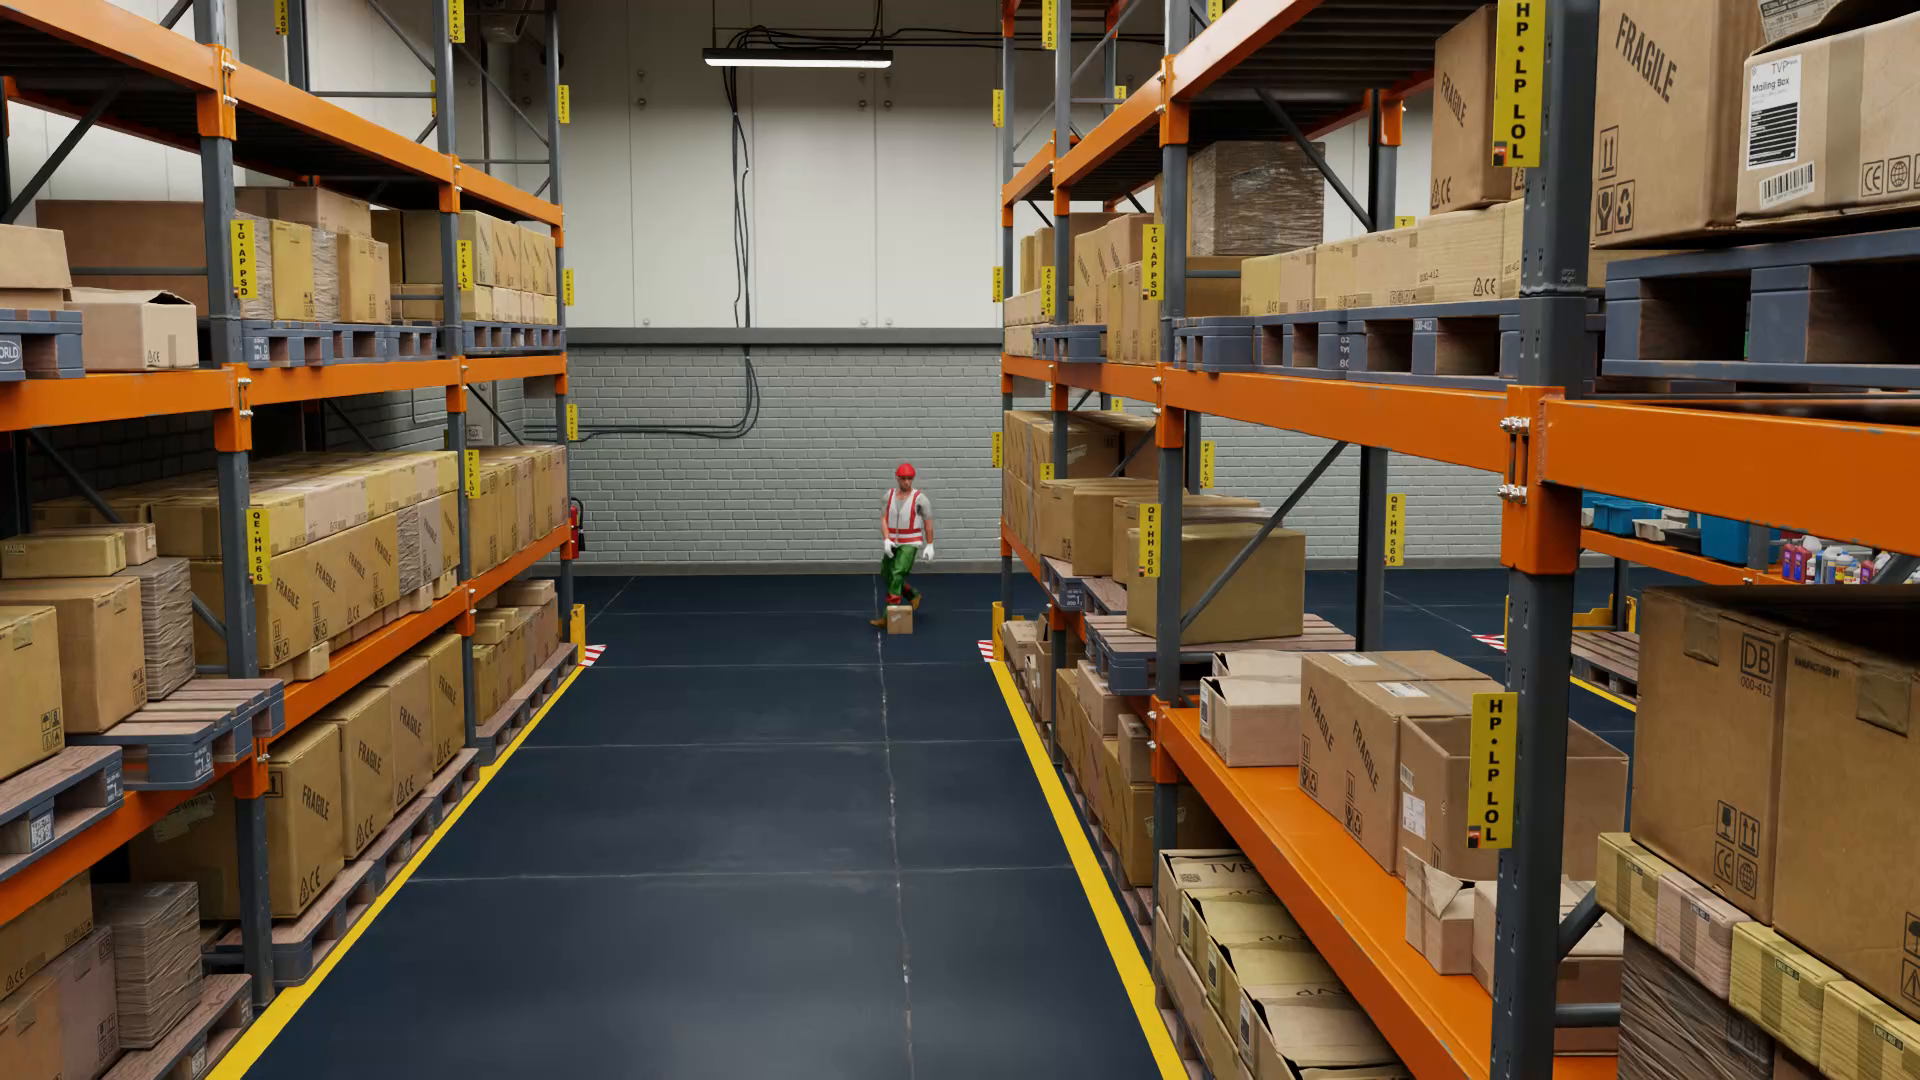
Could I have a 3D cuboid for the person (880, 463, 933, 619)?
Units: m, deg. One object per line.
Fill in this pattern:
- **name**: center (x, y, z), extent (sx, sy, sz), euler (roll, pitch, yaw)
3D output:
- **person**: center (-0.595, 0.015, 17.256), extent (0.507, 1.634, 0.867), euler (4, 8, 27)
